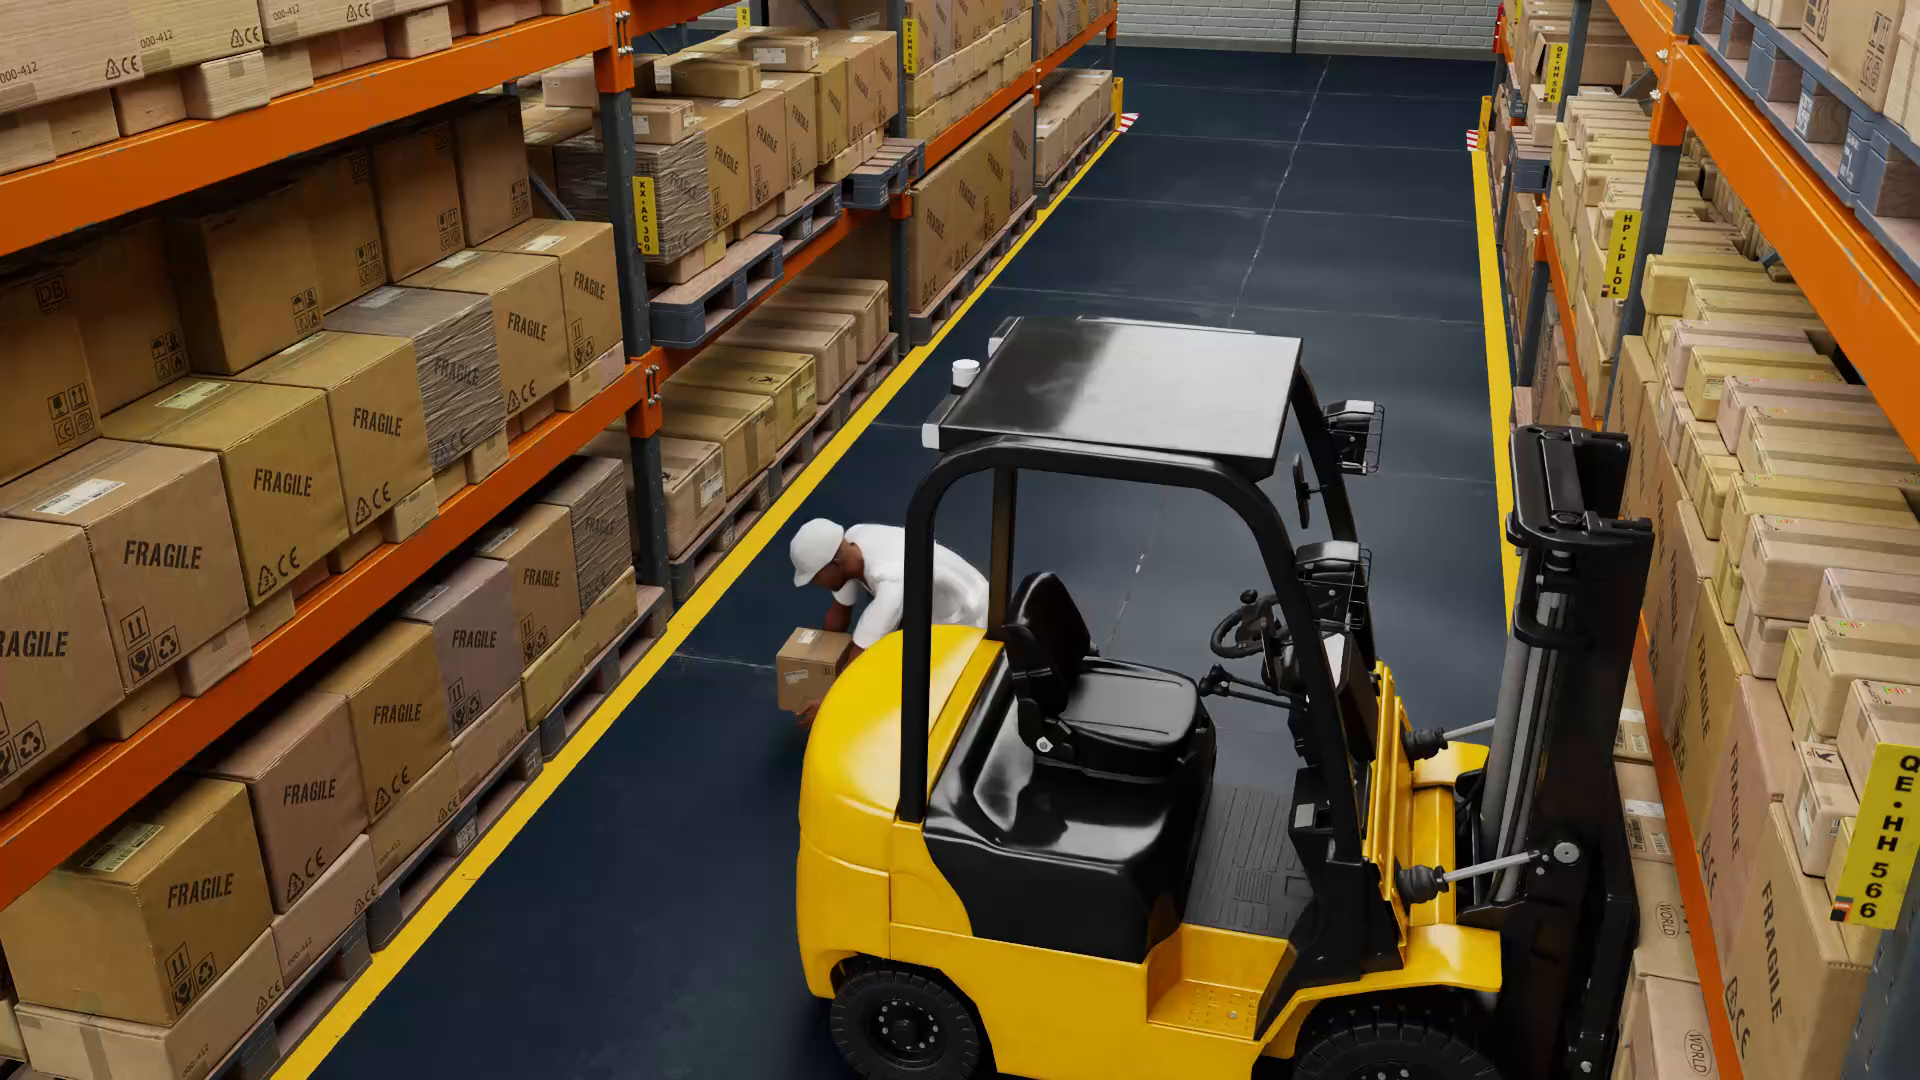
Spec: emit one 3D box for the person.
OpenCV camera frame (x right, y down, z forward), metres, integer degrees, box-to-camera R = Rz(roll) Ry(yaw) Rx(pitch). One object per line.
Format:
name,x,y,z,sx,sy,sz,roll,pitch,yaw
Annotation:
person,-0.262,0.346,6.718,0.889,1.029,0.583,-6,26,-13
